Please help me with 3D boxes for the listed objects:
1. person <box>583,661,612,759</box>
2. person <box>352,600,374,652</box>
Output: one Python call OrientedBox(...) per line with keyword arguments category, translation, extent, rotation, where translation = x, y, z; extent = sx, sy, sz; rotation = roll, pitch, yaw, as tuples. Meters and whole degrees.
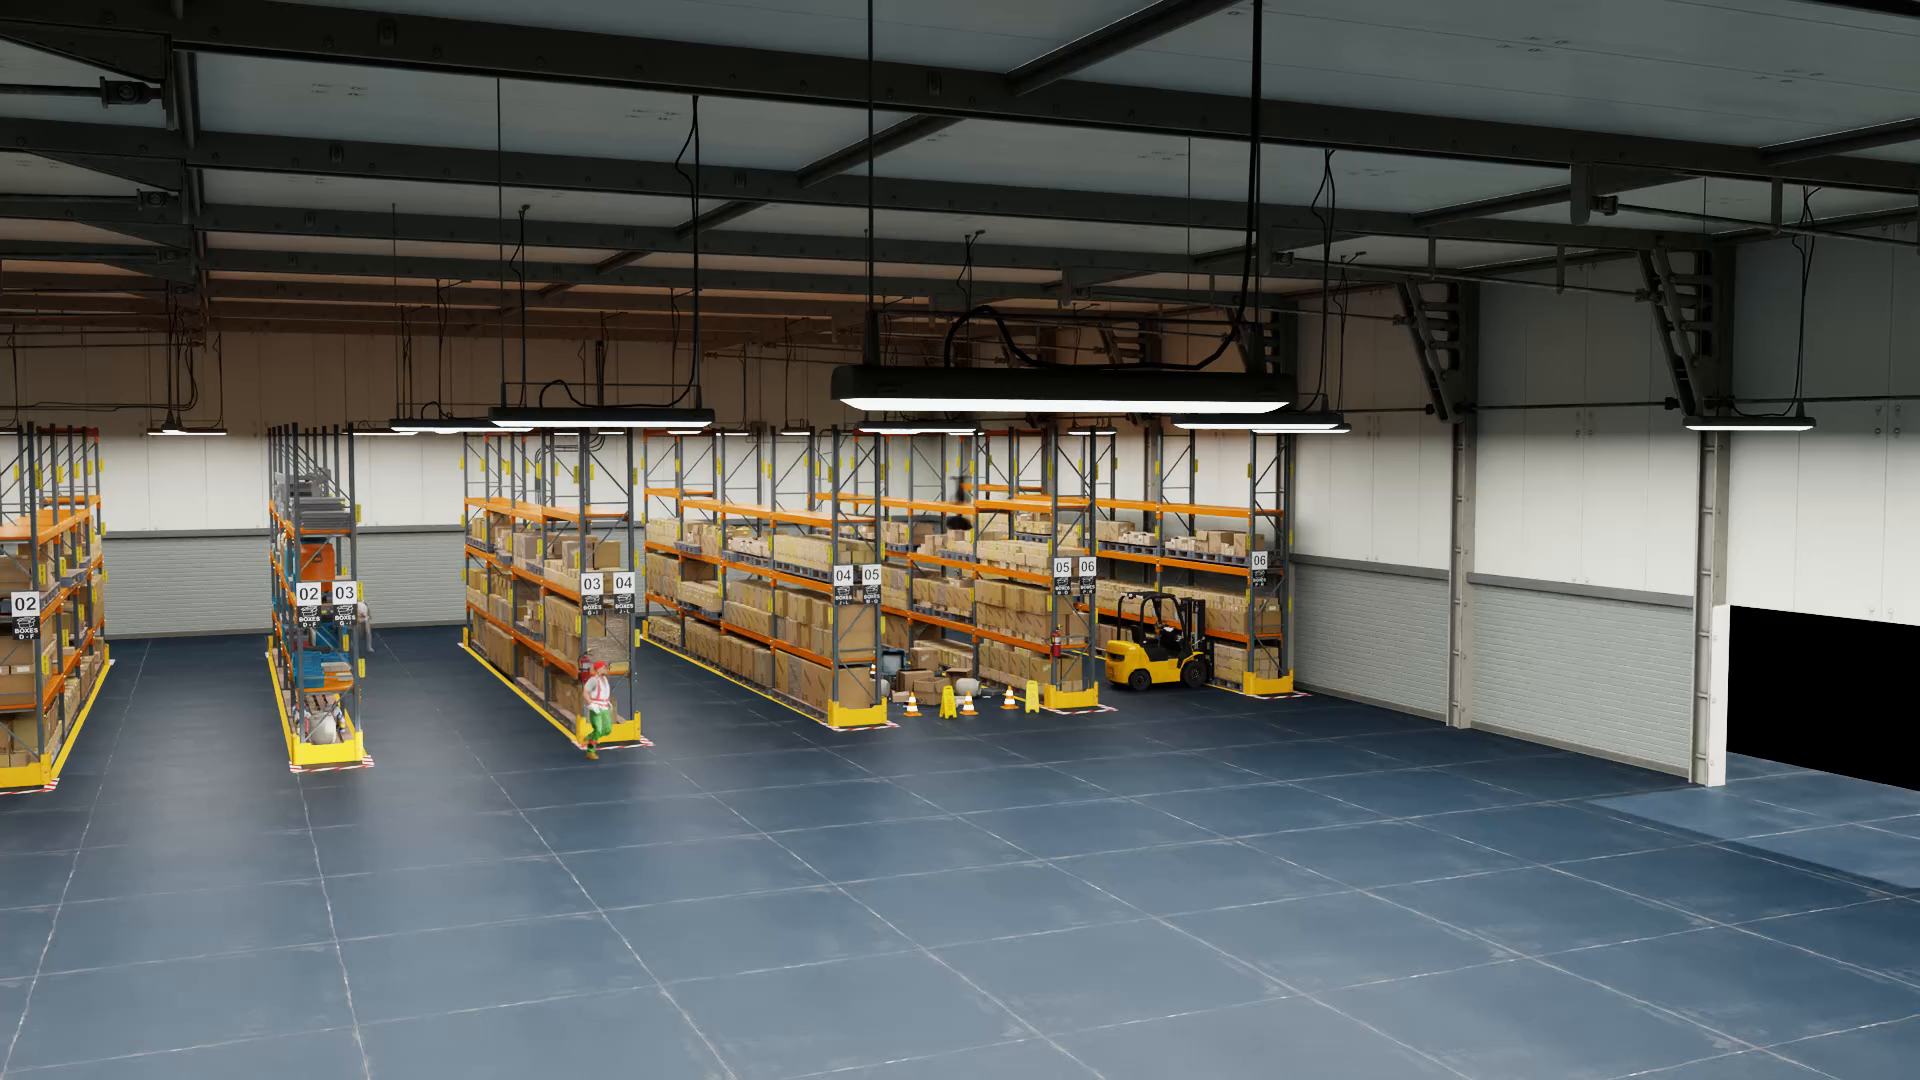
OrientedBox(category="person", translation=(-6.518, 3.038, 29.946), extent=(0.562, 1.720, 0.706), rotation=(2, 4, 27))
OrientedBox(category="person", translation=(-16.118, 2.176, 44.644), extent=(0.801, 1.669, 0.615), rotation=(2, 4, 32))
